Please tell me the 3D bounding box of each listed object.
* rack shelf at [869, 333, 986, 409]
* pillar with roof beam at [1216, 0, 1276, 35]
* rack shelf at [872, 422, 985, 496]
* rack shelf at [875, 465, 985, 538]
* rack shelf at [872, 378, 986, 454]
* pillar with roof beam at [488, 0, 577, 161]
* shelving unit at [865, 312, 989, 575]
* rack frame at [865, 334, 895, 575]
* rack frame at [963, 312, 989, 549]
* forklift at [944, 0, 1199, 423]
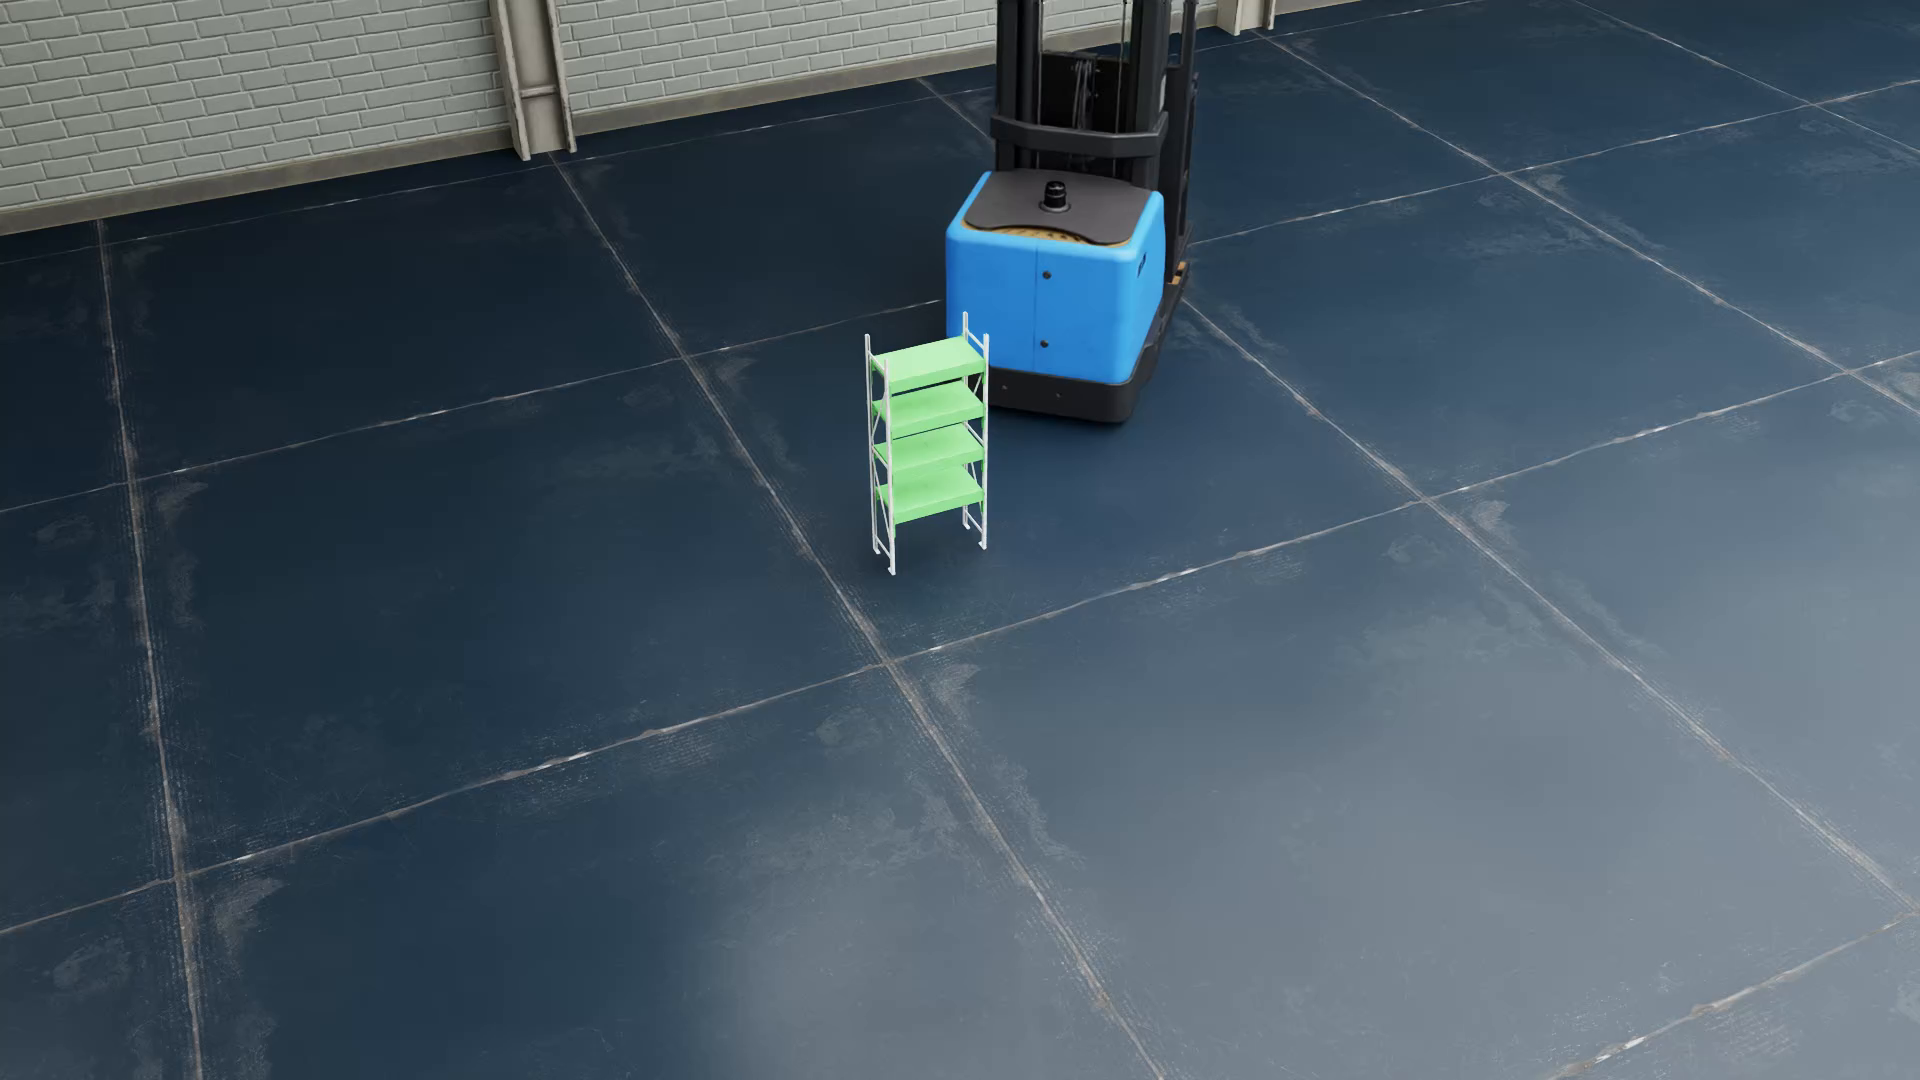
[{"bbox_3d":[-0.150,-0.774,7.588,0.480,0.148,0.258,-16,39,-20],"label":"rack shelf"},{"bbox_3d":[4.243,-5.660,8.327,0.400,9.000,9.100,-16,39,-20],"label":"pillar with roof beam"},{"bbox_3d":[-0.150,-0.389,7.874,0.480,0.148,0.258,-16,39,-20],"label":"rack shelf"},{"bbox_3d":[-0.150,-0.196,8.017,0.480,0.148,0.258,-16,39,-20],"label":"rack shelf"},{"bbox_3d":[-0.150,-0.581,7.731,0.480,0.148,0.258,-16,39,-20],"label":"rack shelf"},{"bbox_3d":[-1.188,-4.141,6.280,0.400,9.000,9.100,-16,39,-20],"label":"pillar with roof beam"},{"bbox_3d":[-0.150,-0.440,7.836,0.503,1.200,0.258,-16,39,-20],"label":"shelving unit"},{"bbox_3d":[-0.371,-0.378,7.753,0.015,1.200,0.240,-16,39,-20],"label":"rack frame"},{"bbox_3d":[0.071,-0.502,7.919,0.015,1.200,0.240,-16,39,-20],"label":"rack frame"},{"bbox_3d":[0.806,-2.690,9.416,1.130,2.935,3.031,10,38,13],"label":"forklift"}]
